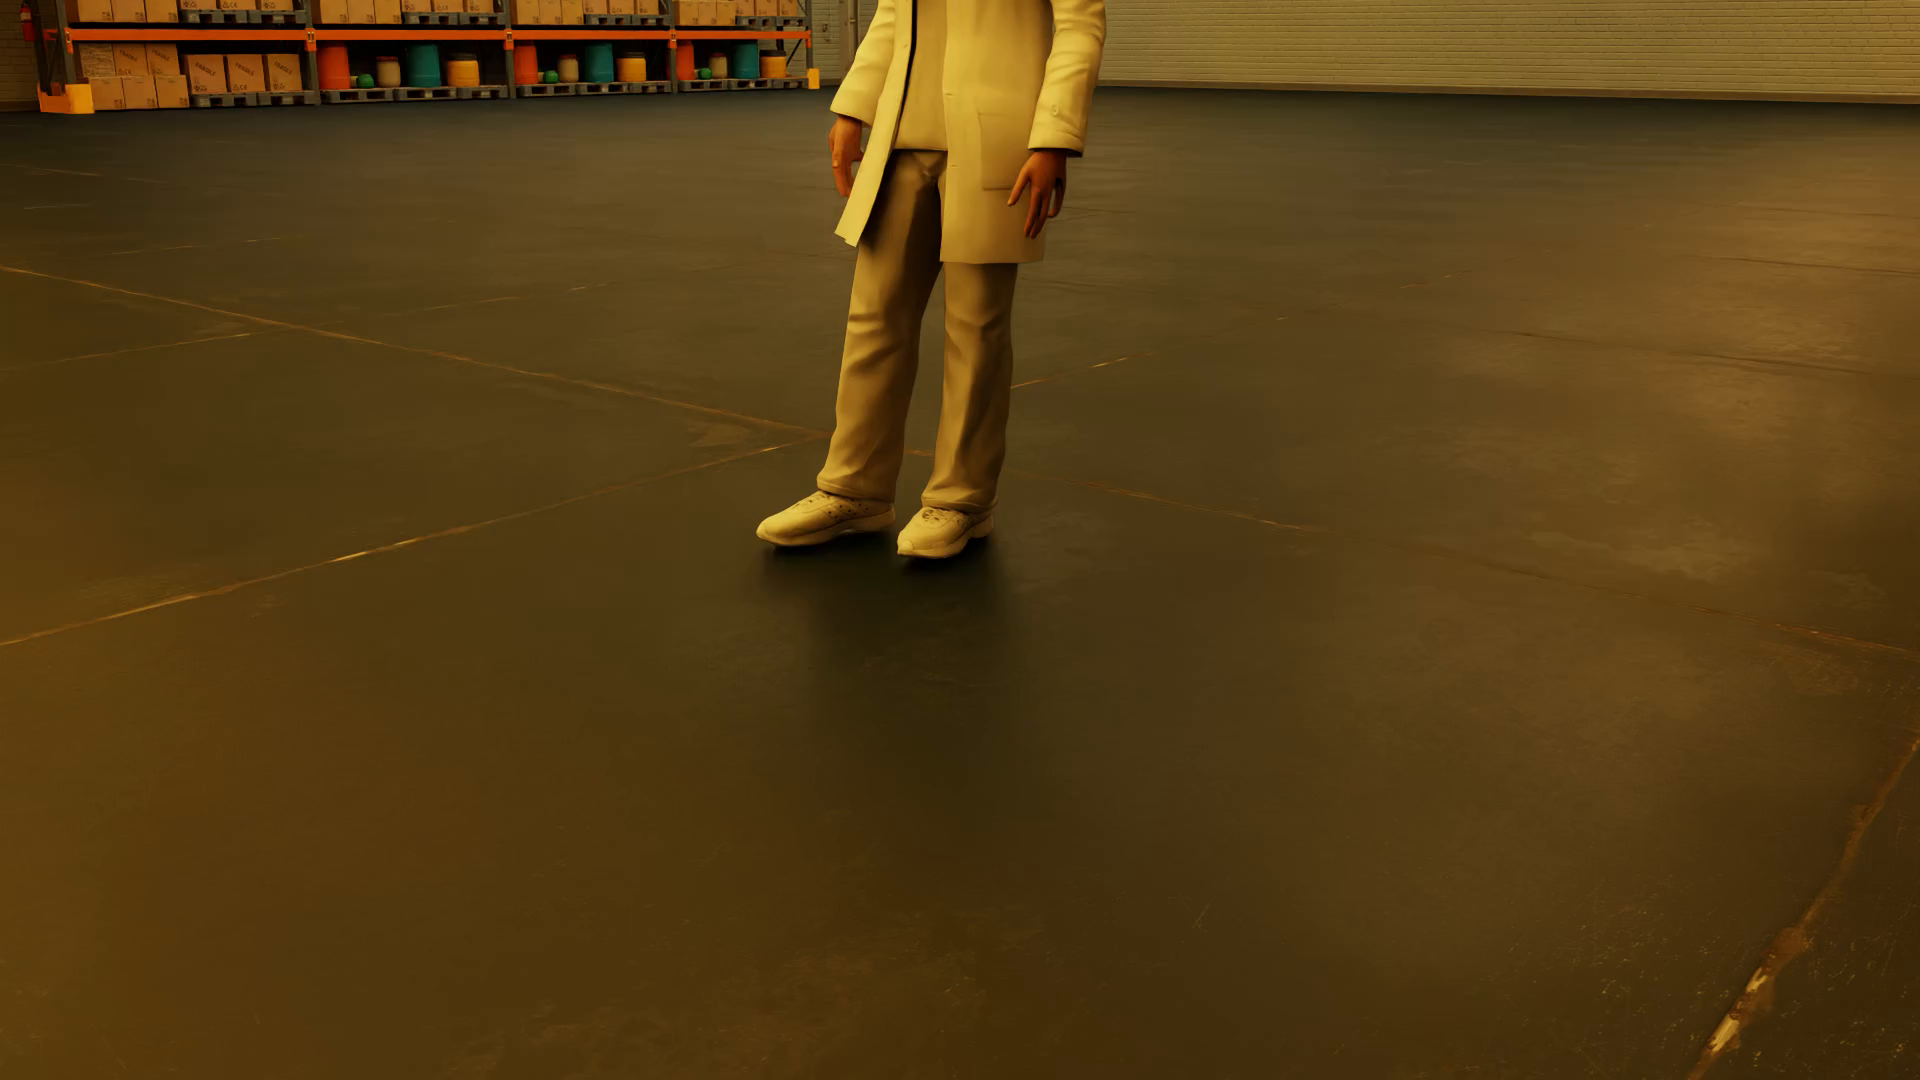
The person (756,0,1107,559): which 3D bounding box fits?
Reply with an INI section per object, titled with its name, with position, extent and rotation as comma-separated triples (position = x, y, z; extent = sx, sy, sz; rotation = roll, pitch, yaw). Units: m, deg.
[person]
position = -0.061, -0.838, 3.618
extent = 0.696, 1.775, 0.581
rotation = 13, 21, 37
